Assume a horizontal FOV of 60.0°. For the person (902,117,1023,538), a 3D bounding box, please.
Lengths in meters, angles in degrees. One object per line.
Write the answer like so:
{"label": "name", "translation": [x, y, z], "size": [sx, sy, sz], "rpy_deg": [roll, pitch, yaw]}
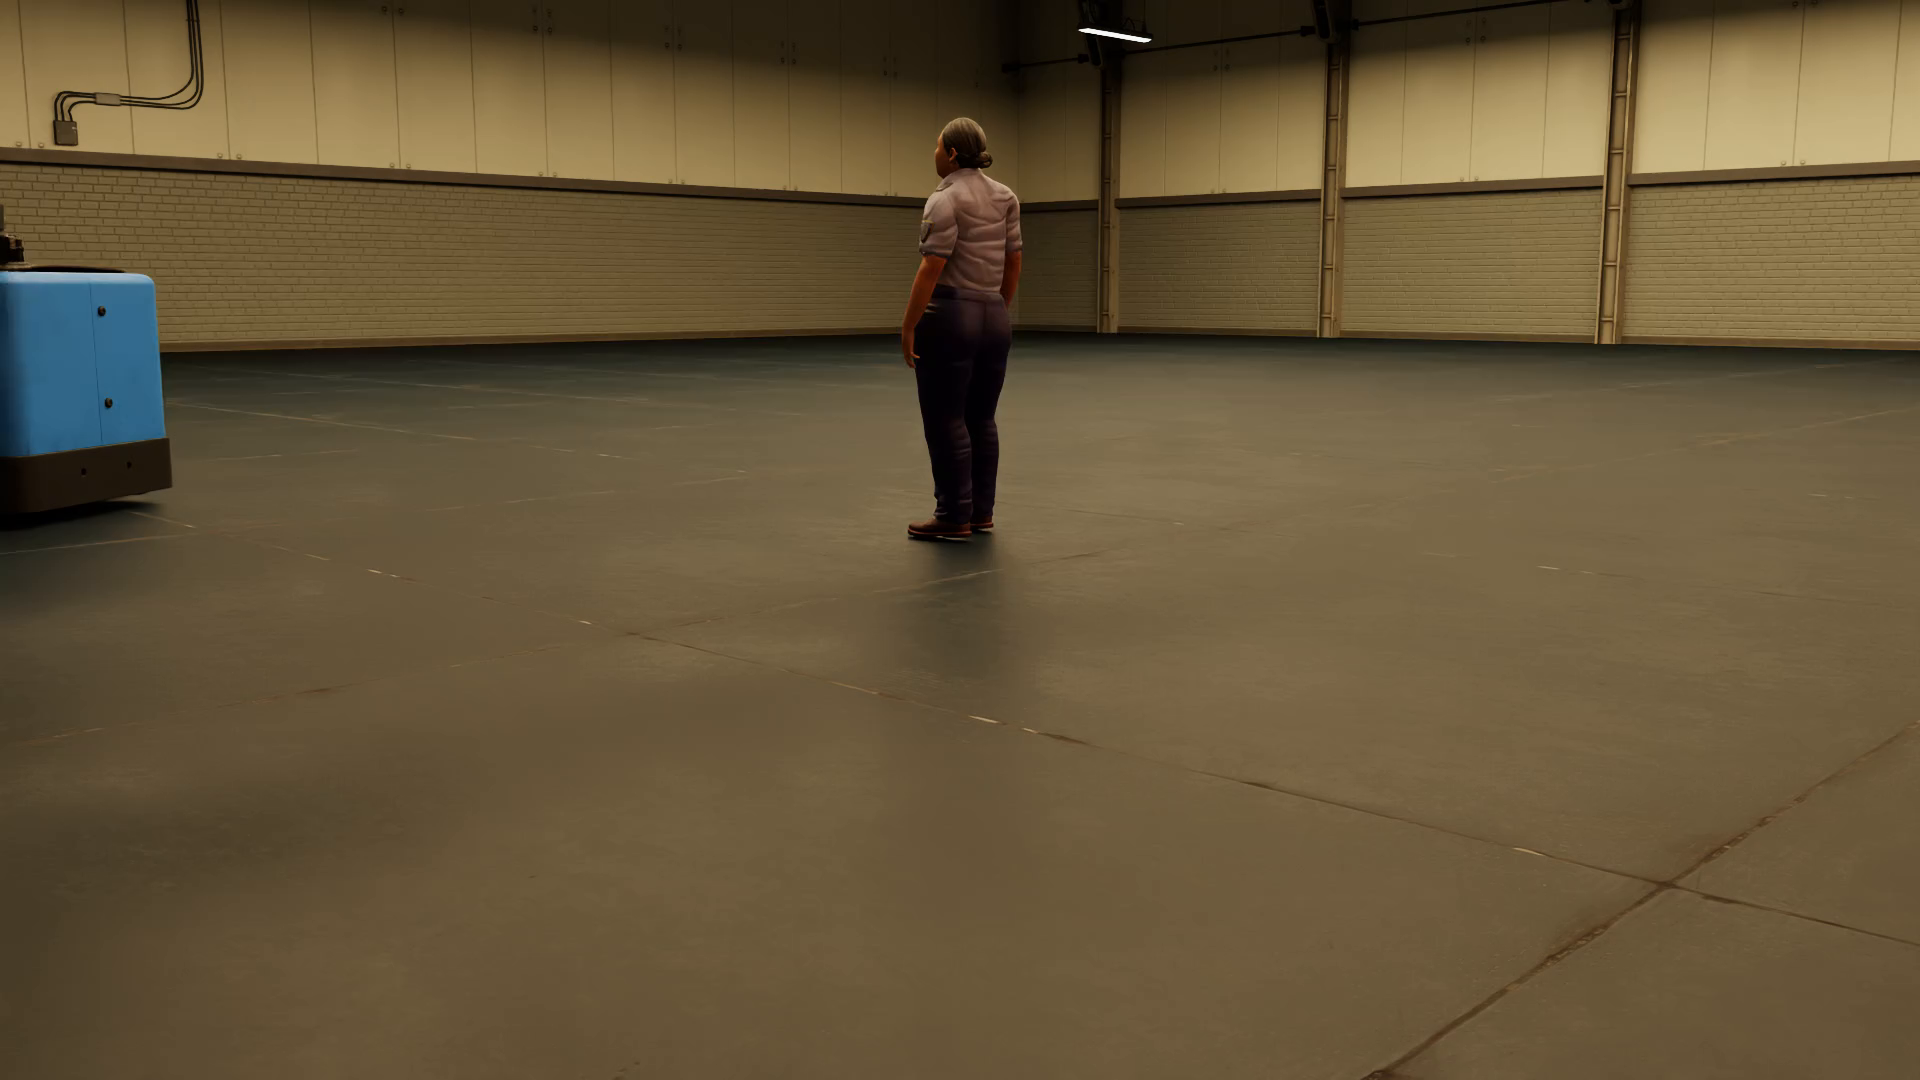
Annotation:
{"label": "person", "translation": [-0.049, -0.833, 6.672], "size": [0.502, 1.651, 0.598], "rpy_deg": [8, 12, 43]}

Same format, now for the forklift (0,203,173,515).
{"label": "forklift", "translation": [-5.301, -1.599, 7.490], "size": [3.031, 2.935, 1.130], "rpy_deg": [1, 9, 10]}
